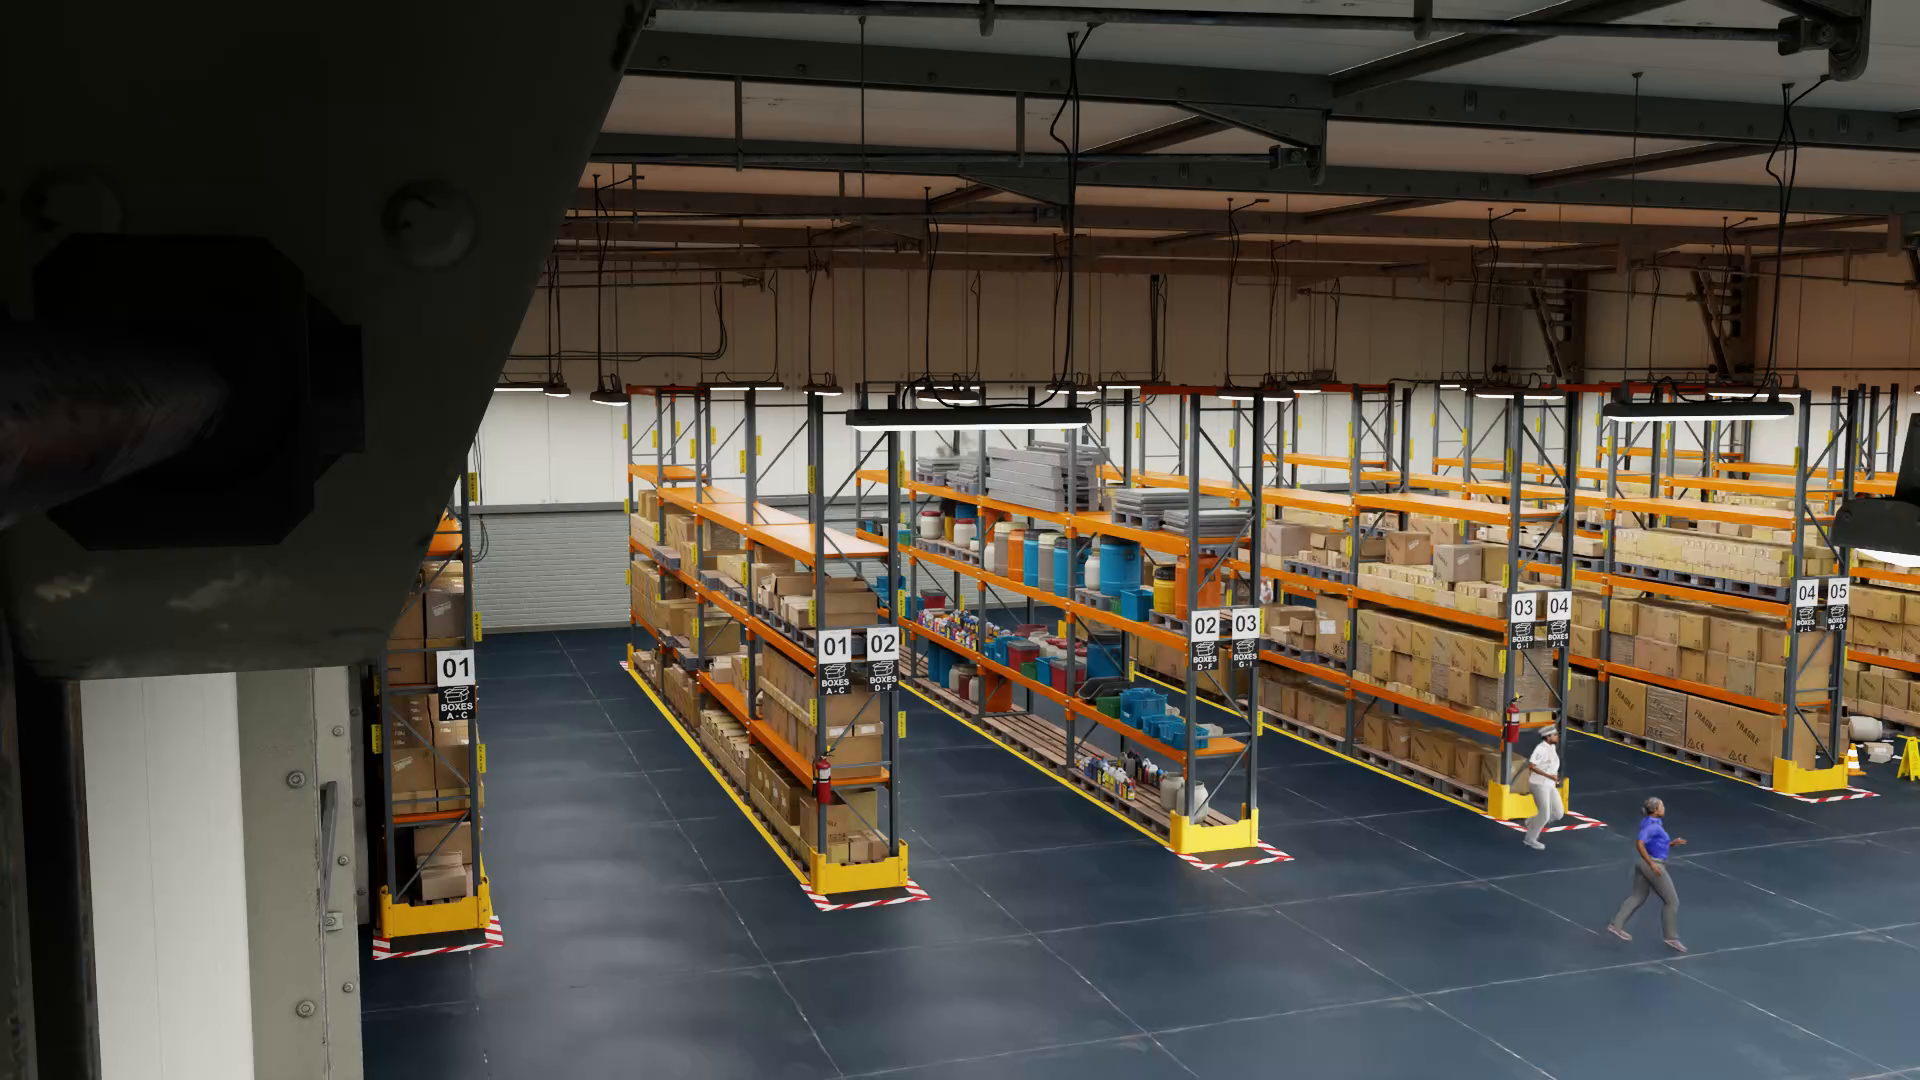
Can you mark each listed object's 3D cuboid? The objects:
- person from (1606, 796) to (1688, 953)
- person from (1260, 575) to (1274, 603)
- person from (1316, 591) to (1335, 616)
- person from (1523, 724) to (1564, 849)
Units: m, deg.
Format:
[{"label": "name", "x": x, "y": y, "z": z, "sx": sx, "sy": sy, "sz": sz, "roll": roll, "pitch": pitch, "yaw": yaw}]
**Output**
[{"label": "person", "x": 7.515, "y": 3.632, "z": 18.115, "sx": 0.825, "sy": 1.703, "sz": 0.554, "roll": 0, "pitch": 6, "yaw": 2}, {"label": "person", "x": 6.787, "y": 1.695, "z": 37.311, "sx": 0.727, "sy": 1.643, "sz": 0.991, "roll": -2, "pitch": 6, "yaw": -18}, {"label": "person", "x": 7.733, "y": 1.916, "z": 34.699, "sx": 0.577, "sy": 1.747, "sz": 0.724, "roll": -3, "pitch": 7, "yaw": -26}, {"label": "person", "x": 7.798, "y": 3.250, "z": 22.112, "sx": 0.567, "sy": 1.623, "sz": 0.520, "roll": -6, "pitch": 8, "yaw": -44}]
